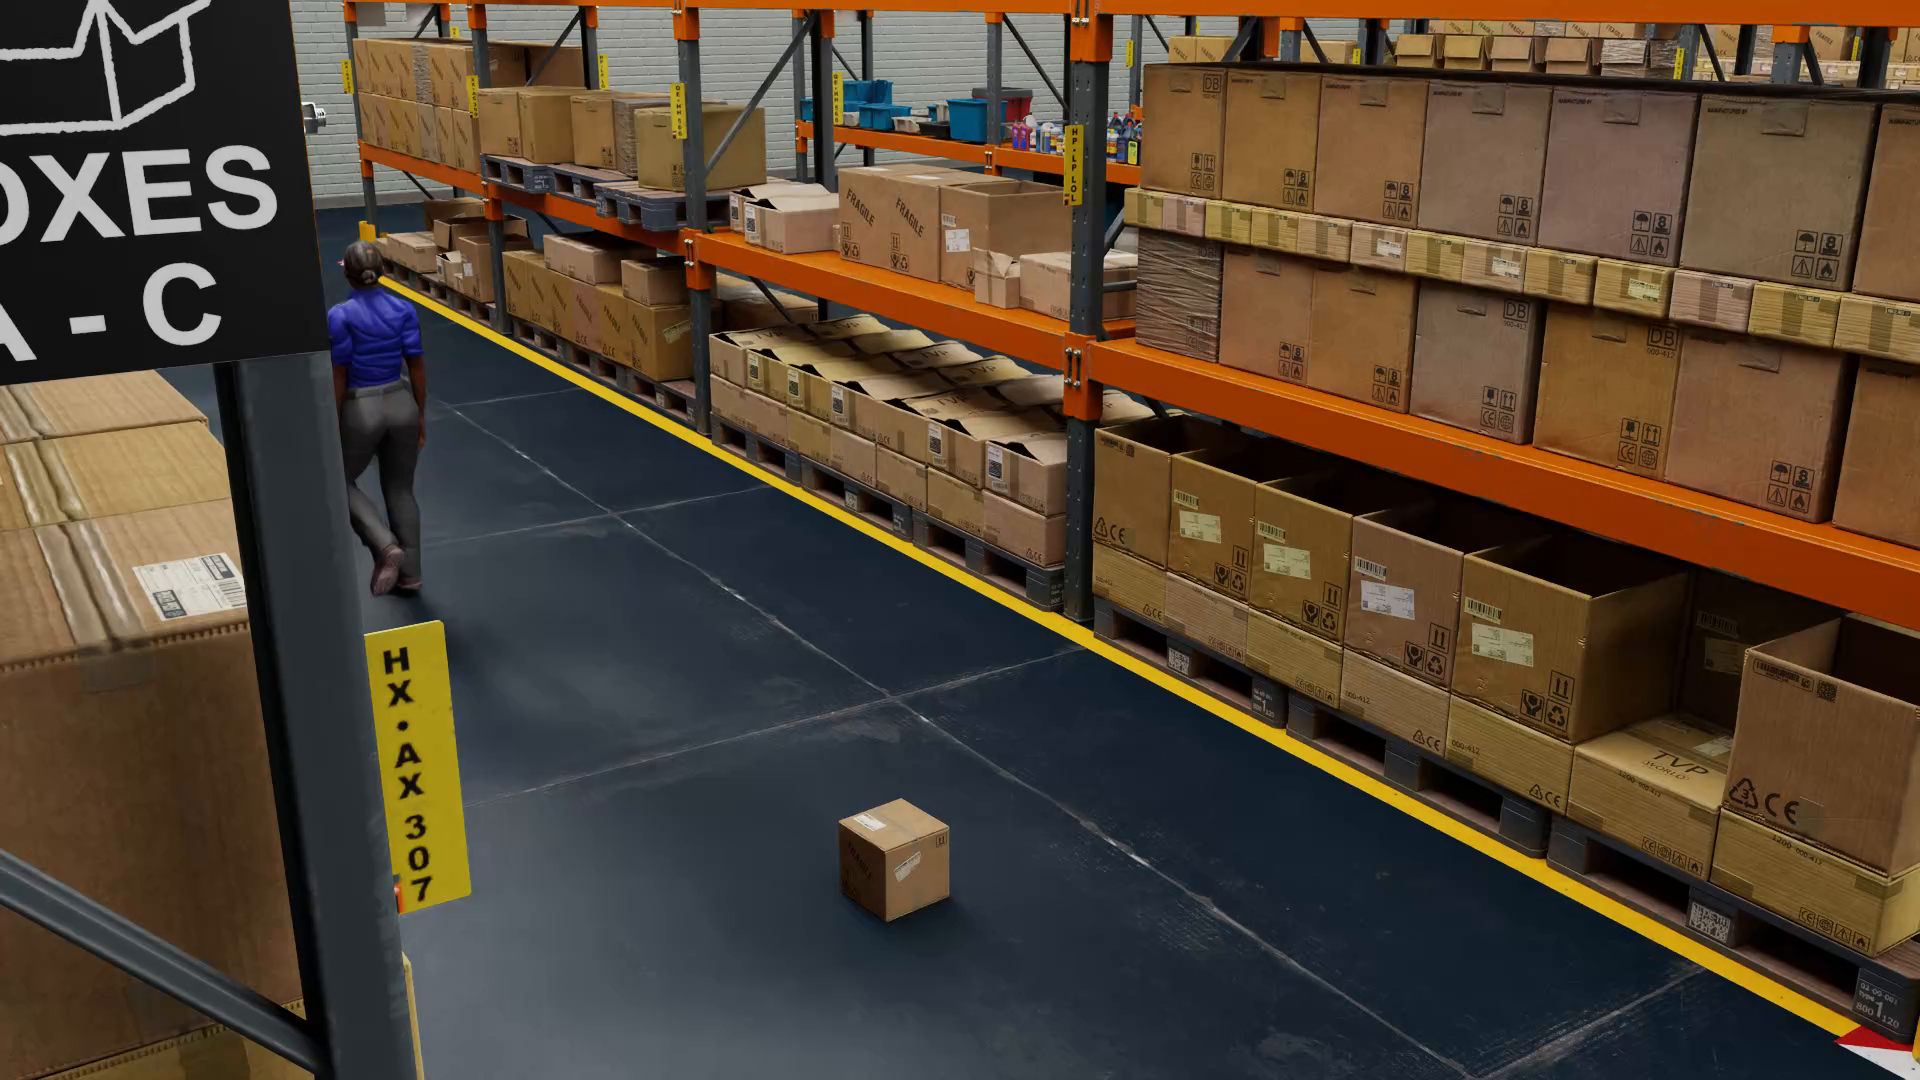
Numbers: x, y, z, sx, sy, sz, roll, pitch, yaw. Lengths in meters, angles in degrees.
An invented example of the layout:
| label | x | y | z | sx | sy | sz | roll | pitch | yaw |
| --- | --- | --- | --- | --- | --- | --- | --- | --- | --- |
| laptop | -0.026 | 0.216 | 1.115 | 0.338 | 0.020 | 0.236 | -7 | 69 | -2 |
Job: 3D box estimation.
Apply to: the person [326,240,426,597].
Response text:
| label | x | y | z | sx | sy | sz | roll | pitch | yaw |
| --- | --- | --- | --- | --- | --- | --- | --- | --- | --- |
| person | -2.666 | -0.543 | 7.628 | 0.472 | 1.652 | 0.426 | -16 | 24 | -39 |
